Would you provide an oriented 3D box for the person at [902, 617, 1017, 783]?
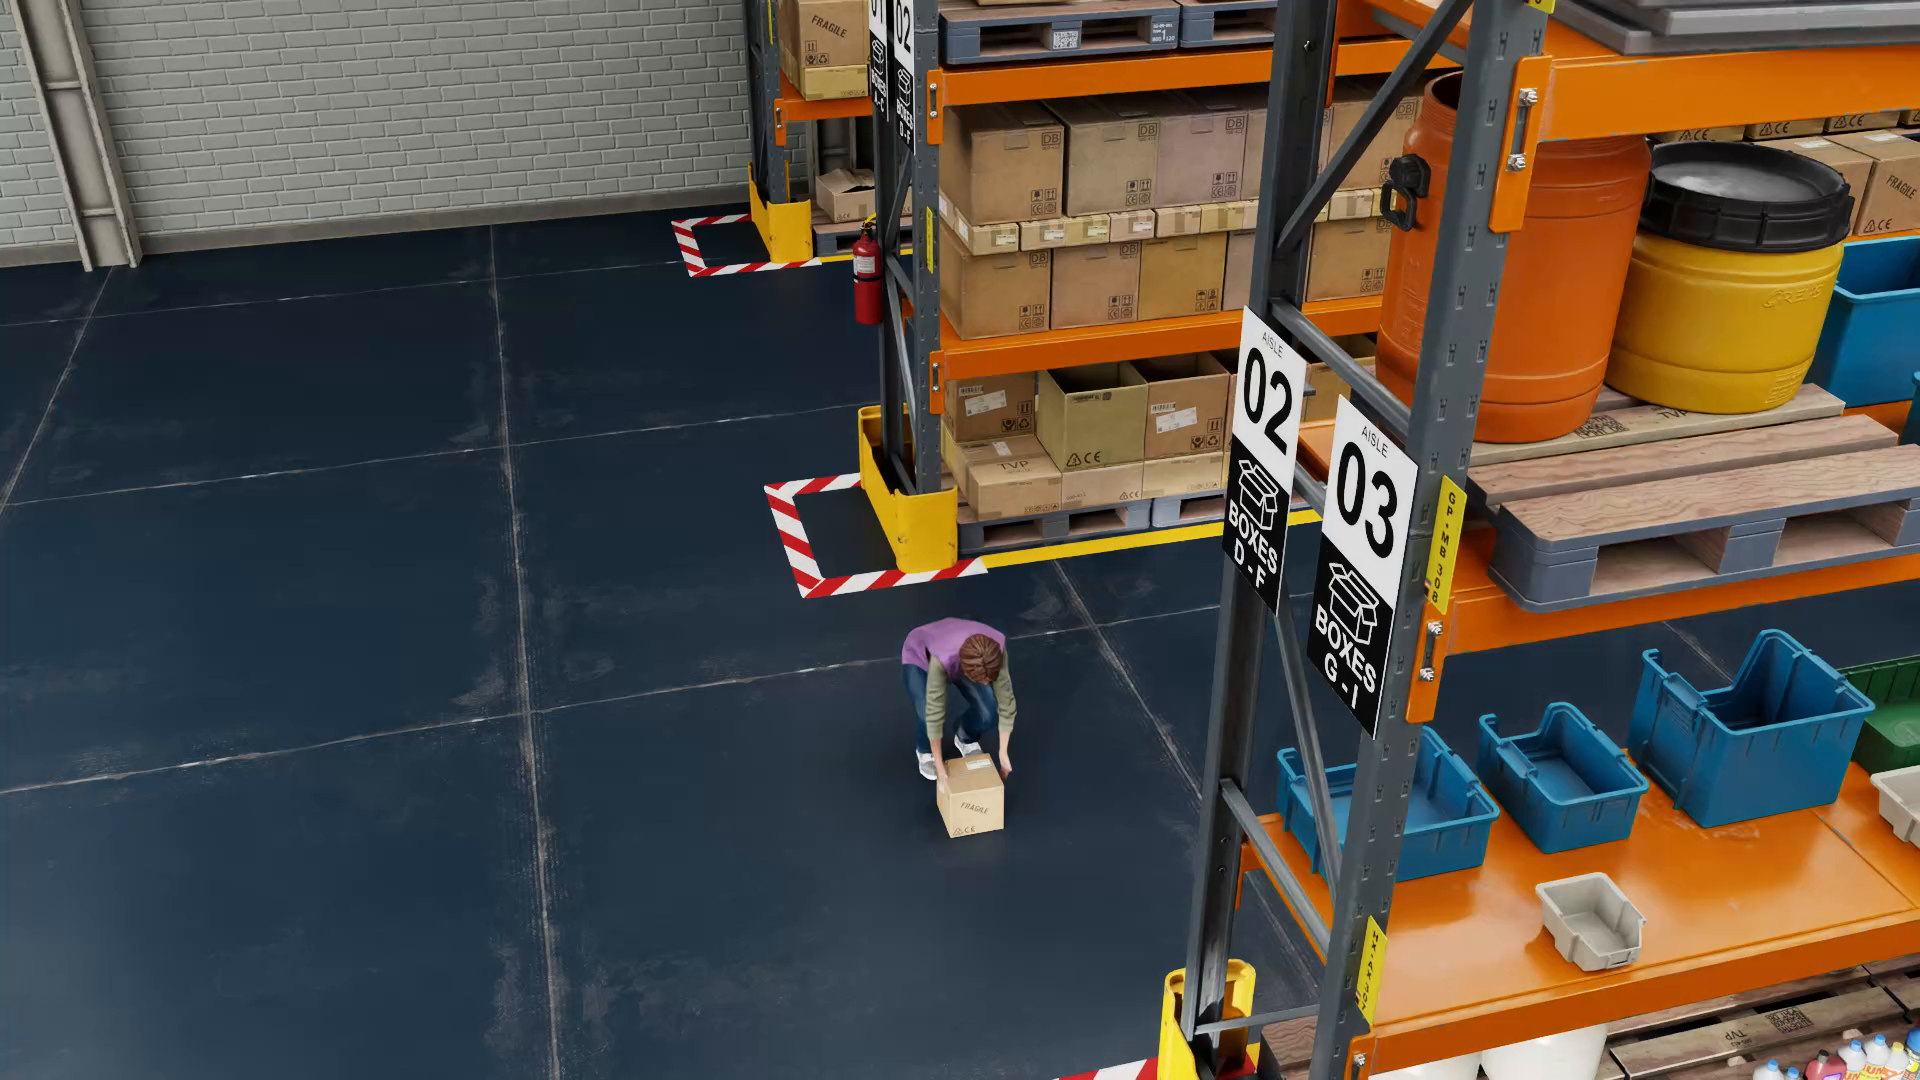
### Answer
[{"bbox_3d":[-0.012,0.698,7.720,0.444,0.928,0.788,-8,32,-13],"label":"person"}]
